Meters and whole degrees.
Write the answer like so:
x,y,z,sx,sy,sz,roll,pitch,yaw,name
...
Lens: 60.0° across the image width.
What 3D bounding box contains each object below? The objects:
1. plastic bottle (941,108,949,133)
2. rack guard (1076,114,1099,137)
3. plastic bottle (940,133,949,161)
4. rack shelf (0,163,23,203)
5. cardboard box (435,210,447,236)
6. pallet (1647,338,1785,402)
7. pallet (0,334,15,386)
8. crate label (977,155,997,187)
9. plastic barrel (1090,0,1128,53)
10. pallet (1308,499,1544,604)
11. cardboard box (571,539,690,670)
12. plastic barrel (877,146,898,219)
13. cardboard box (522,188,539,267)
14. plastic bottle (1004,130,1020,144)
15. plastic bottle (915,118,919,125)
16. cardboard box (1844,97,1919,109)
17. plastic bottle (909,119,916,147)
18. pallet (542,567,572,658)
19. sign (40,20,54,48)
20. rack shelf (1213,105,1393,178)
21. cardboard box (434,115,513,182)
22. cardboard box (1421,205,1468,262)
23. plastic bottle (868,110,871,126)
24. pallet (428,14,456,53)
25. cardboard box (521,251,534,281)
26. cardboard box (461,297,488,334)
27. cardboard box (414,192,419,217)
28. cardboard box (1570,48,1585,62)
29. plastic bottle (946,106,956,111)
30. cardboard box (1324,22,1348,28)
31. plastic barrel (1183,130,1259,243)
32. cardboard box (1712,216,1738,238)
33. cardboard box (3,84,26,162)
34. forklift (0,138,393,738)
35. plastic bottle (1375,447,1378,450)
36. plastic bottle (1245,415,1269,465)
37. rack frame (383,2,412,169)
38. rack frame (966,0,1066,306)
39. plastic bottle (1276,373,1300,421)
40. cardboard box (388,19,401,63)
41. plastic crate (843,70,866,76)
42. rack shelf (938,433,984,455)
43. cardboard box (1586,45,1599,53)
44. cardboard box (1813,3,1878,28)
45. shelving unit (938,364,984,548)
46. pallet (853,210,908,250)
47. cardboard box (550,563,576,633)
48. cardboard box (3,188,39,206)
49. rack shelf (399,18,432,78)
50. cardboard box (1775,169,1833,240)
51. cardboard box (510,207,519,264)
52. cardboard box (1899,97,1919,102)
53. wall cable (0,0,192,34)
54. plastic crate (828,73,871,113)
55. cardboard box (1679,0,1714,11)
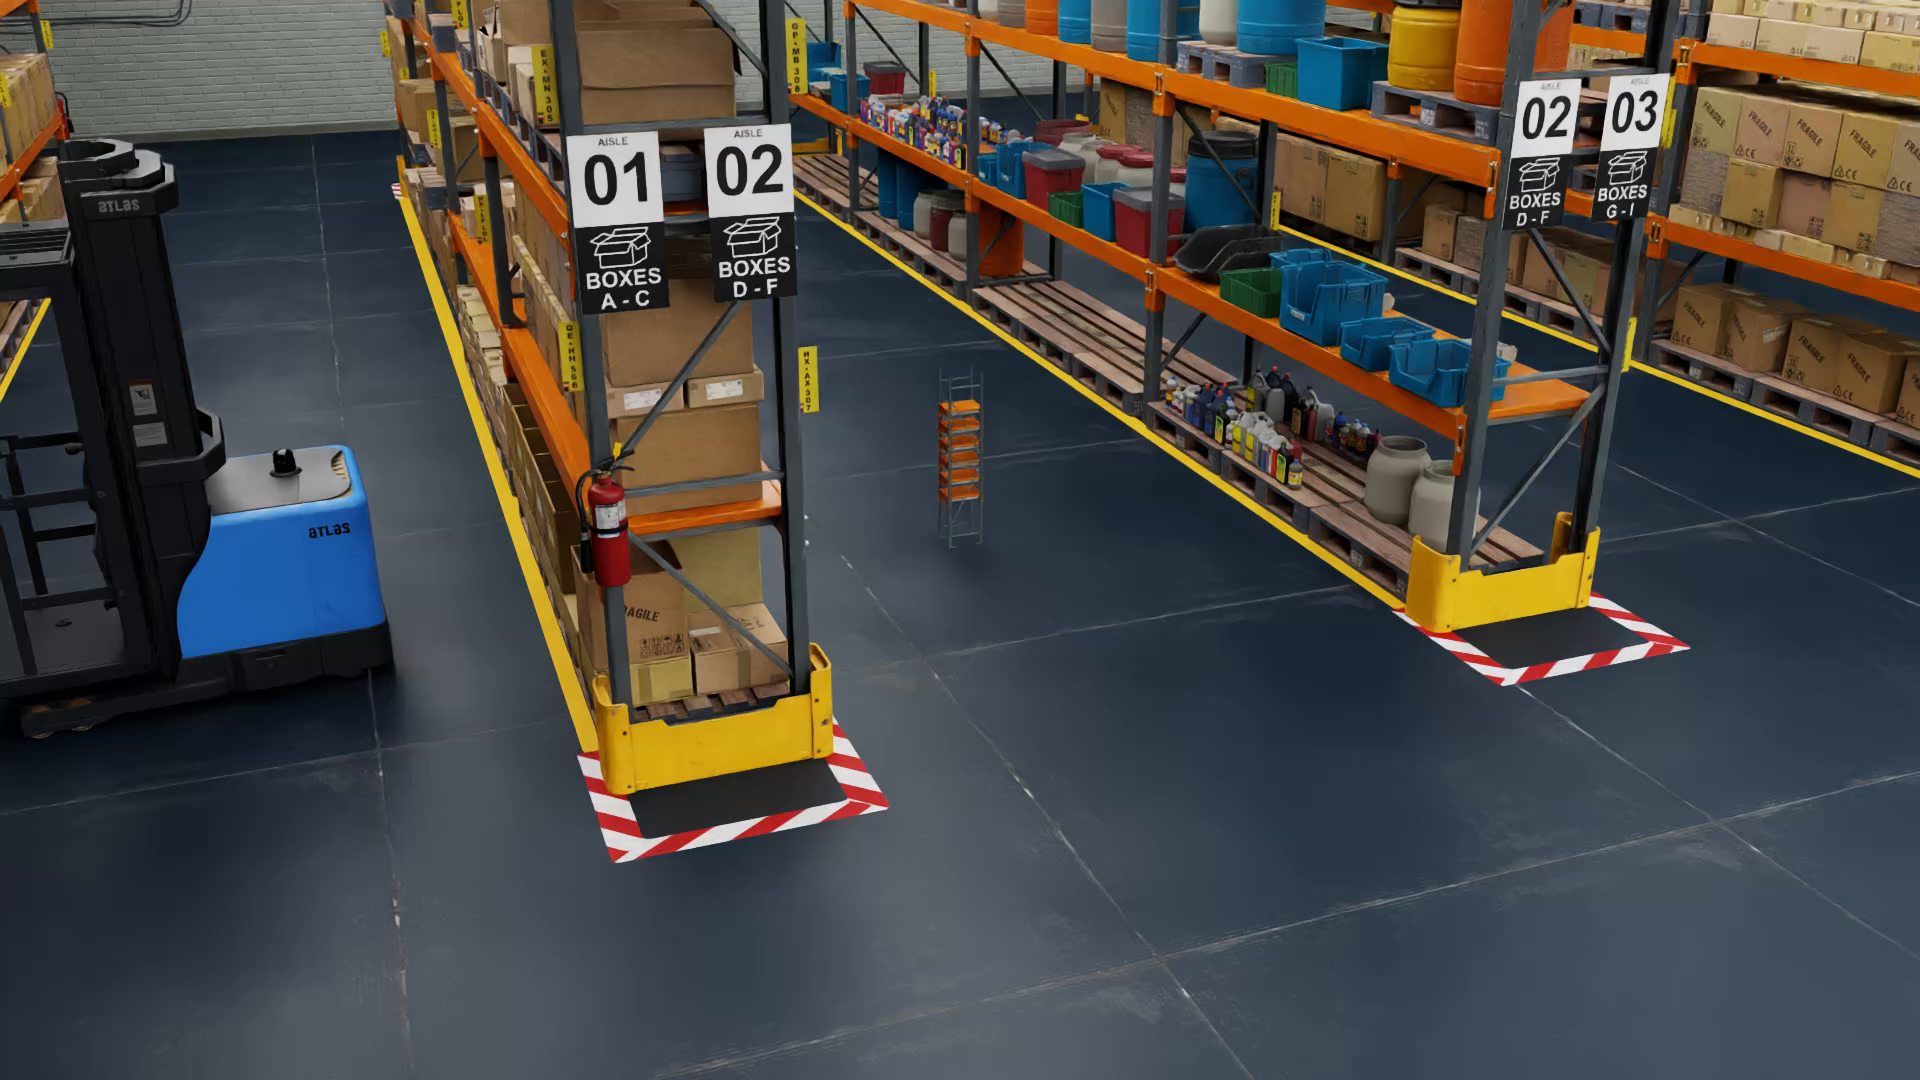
x,y,z,sx,sy,sz,roll,pitch,yaw,name
-0.171,-4.753,18.829,0.097,0.271,0.097,0,23,0,plastic bottle
2.354,-6.289,25.528,1.175,0.500,0.348,-8,24,-19,rack guard
-0.161,-4.074,17.220,0.097,0.271,0.097,0,23,0,plastic bottle
-9.419,-2.882,15.152,1.077,0.370,4.000,-8,24,-19,rack shelf
-5.019,-3.263,16.816,0.500,0.250,0.500,-9,24,-20,cardboard box
6.872,-1.548,14.651,1.003,0.211,1.213,-8,24,-19,pallet
-8.921,-1.499,14.534,1.003,0.211,1.213,-8,24,-19,pallet
0.353,-3.564,16.060,0.303,0.233,0.416,-8,24,-19,crate label
1.355,-4.399,13.316,0.600,0.901,0.600,0,23,0,plastic barrel
3.029,0.029,10.910,1.003,0.211,1.213,-8,24,-19,pallet
-1.722,0.313,8.679,0.500,0.500,0.500,-8,24,-19,cardboard box
-0.681,-4.326,19.813,0.600,0.901,0.708,-8,24,-19,plastic barrel
-2.325,-2.015,10.368,0.700,0.500,0.500,-8,24,-19,cardboard box
0.541,-4.159,17.414,0.152,0.276,0.135,-8,24,-19,plastic bottle
-0.446,-4.420,18.025,0.061,0.283,0.133,-8,24,-19,plastic bottle
7.372,-3.227,13.245,0.500,0.500,0.500,-8,24,-19,cardboard box
-0.503,-4.412,18.005,0.061,0.283,0.133,-8,24,-19,plastic bottle
-1.990,0.309,10.244,1.003,0.211,1.213,-8,24,-19,pallet
-11.026,-6.106,20.078,0.100,0.325,0.005,-8,24,-19,sign
4.482,-4.921,19.989,1.077,0.370,4.000,-8,24,-19,rack shelf
-4.408,-3.621,15.309,0.700,0.500,0.500,-18,29,-36,cardboard box
5.444,-3.336,17.954,0.700,0.500,0.500,-10,25,-22,cardboard box
-1.022,-4.928,19.336,0.097,0.201,0.097,0,23,0,plastic bottle
-3.757,-4.229,13.802,1.213,0.211,1.003,-7,24,-17,pallet
-2.572,-1.750,10.577,0.380,0.149,0.250,-9,24,-20,cardboard box
-3.976,-1.932,14.250,0.500,0.311,0.500,-9,24,-20,cardboard box
-6.225,-4.026,19.834,0.500,0.311,0.500,-8,24,-19,cardboard box
8.346,-6.444,22.076,0.380,0.149,0.250,-8,24,-18,cardboard box
-0.109,-4.827,19.001,0.152,0.276,0.135,-8,24,-19,plastic bottle
4.241,-6.005,20.216,0.797,0.503,0.637,-8,24,-18,cardboard box
2.115,-2.806,13.399,0.600,0.901,0.708,-8,24,-19,plastic barrel
6.587,-2.657,14.016,0.380,0.149,0.250,-8,24,-19,cardboard box
-10.302,-4.278,17.151,0.980,0.700,0.700,-8,24,-18,cardboard box
-4.795,-0.538,8.754,3.031,2.935,1.130,-10,25,-22,forklift
2.996,-0.592,11.828,0.097,0.201,0.097,0,23,0,plastic bottle
2.148,-0.734,11.973,0.144,0.351,0.185,-7,24,-17,plastic bottle
-6.906,-6.075,21.800,1.000,3.000,0.127,-8,24,-19,rack frame
0.555,-3.846,16.513,1.000,3.000,0.127,-8,24,-19,rack frame
2.533,-1.111,12.867,0.144,0.351,0.185,-10,25,-22,plastic bottle
-6.804,-6.195,20.670,0.500,0.500,0.500,-8,24,-18,cardboard box
-1.225,-5.853,21.349,0.437,0.282,0.530,-8,24,-19,plastic crate
0.005,-0.617,10.975,0.258,0.103,0.180,-8,24,-19,rack shelf
8.439,-6.483,21.787,0.380,0.149,0.250,-9,24,-20,cardboard box
6.802,-4.028,12.762,0.380,0.149,0.250,-9,24,-20,cardboard box
0.005,-0.548,11.004,0.258,1.200,0.189,-8,24,-19,shelving unit
-0.624,-3.728,19.824,1.003,0.211,1.213,-8,24,-19,pallet
-2.086,0.297,9.683,0.500,0.250,0.500,-8,24,-19,cardboard box
-10.245,-3.716,18.047,0.380,0.149,0.250,-8,24,-17,cardboard box
-4.787,-4.945,16.185,1.077,0.370,4.000,-8,24,-19,rack shelf
7.118,-2.729,13.351,0.875,0.500,0.500,-8,24,-19,cardboard box
-3.109,-2.233,12.558,0.500,0.500,0.500,-7,24,-15,cardboard box
10.305,-4.466,17.856,0.500,0.500,0.500,-9,24,-20,cardboard box
-13.203,-8.831,24.615,3.097,2.526,0.112,-8,24,-19,wall cable
-1.342,-5.443,20.244,0.392,0.384,0.575,-8,24,-19,plastic crate
6.529,-4.880,14.430,0.797,0.503,0.637,-10,25,-22,cardboard box
